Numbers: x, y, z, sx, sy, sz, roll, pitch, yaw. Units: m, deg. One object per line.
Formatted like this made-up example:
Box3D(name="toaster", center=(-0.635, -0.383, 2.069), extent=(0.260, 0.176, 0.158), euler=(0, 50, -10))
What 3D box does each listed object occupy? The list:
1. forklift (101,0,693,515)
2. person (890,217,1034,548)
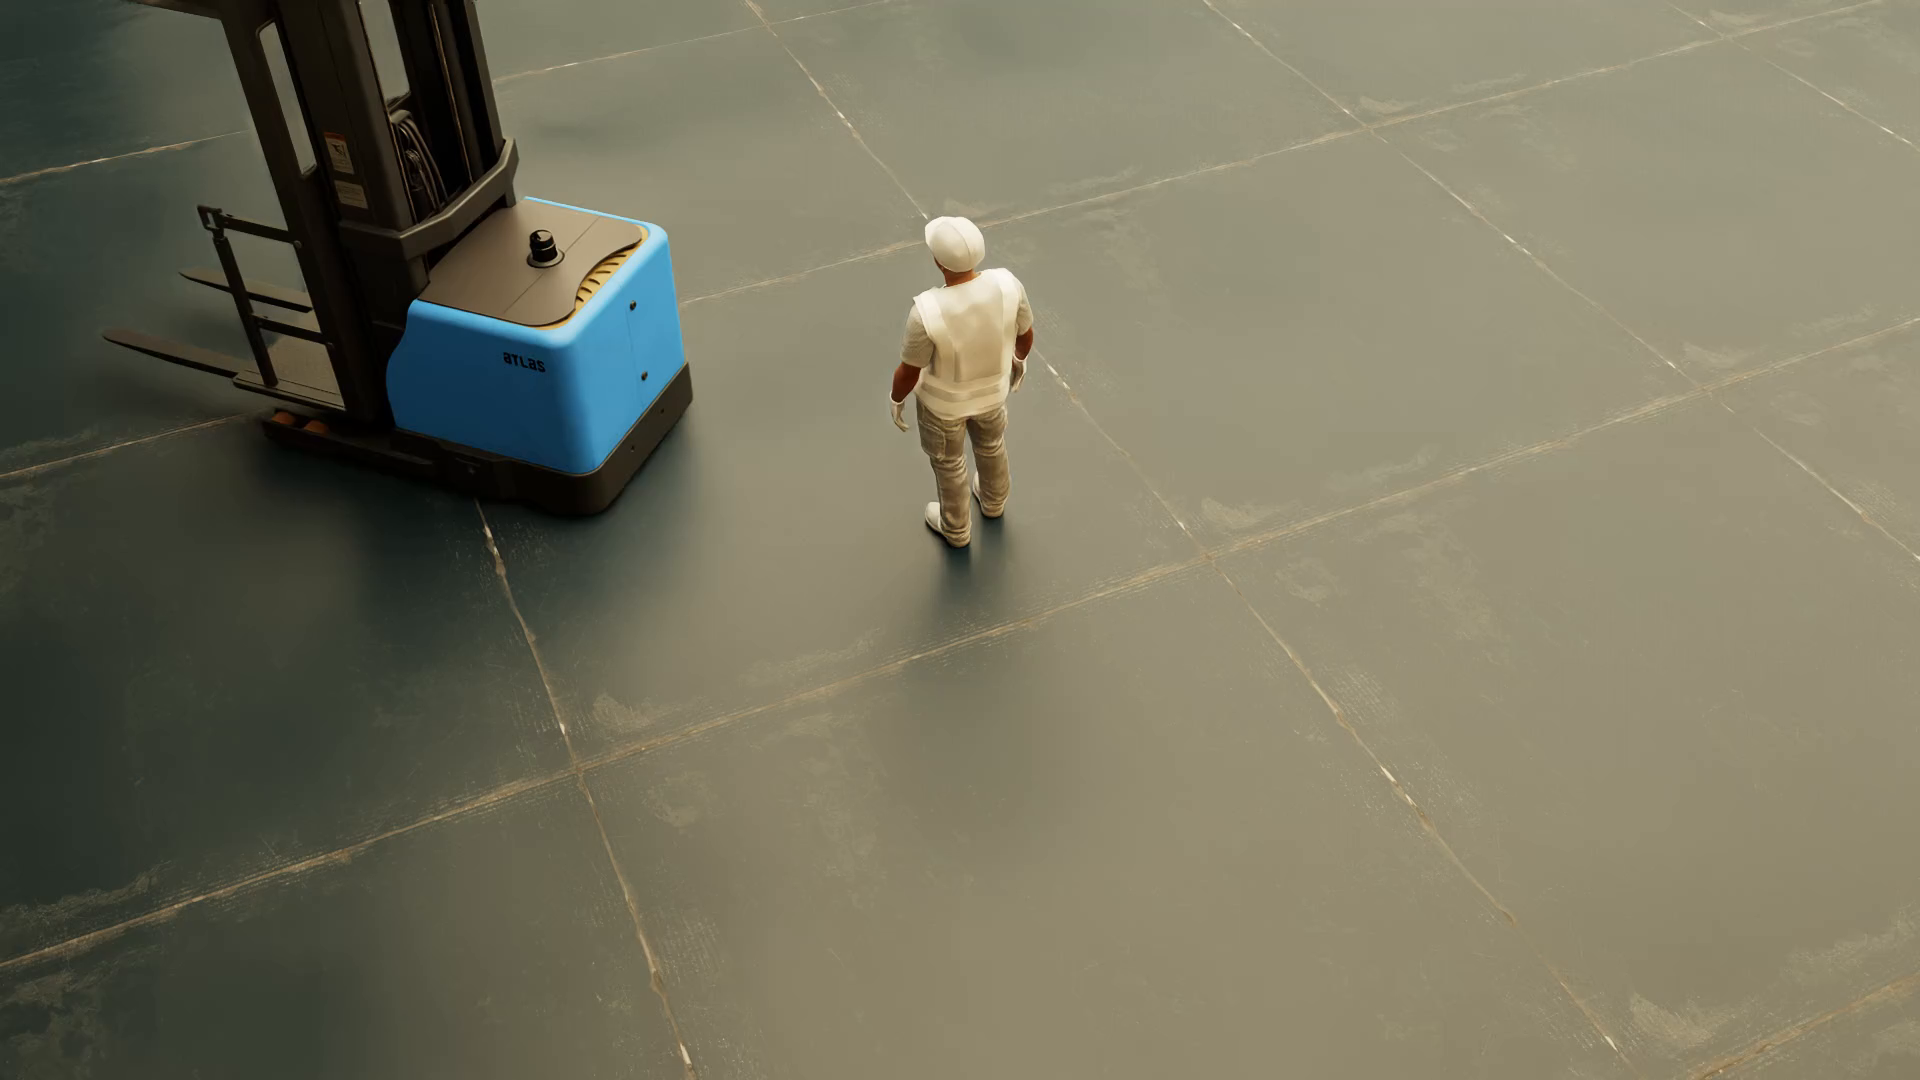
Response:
Box3D(name="forklift", center=(-2.935, -1.820, 7.630), extent=(3.031, 2.935, 1.130), euler=(15, 45, 15))
Box3D(name="person", center=(-0.022, -0.704, 7.265), extent=(0.656, 1.781, 0.577), euler=(-18, 46, -18))
